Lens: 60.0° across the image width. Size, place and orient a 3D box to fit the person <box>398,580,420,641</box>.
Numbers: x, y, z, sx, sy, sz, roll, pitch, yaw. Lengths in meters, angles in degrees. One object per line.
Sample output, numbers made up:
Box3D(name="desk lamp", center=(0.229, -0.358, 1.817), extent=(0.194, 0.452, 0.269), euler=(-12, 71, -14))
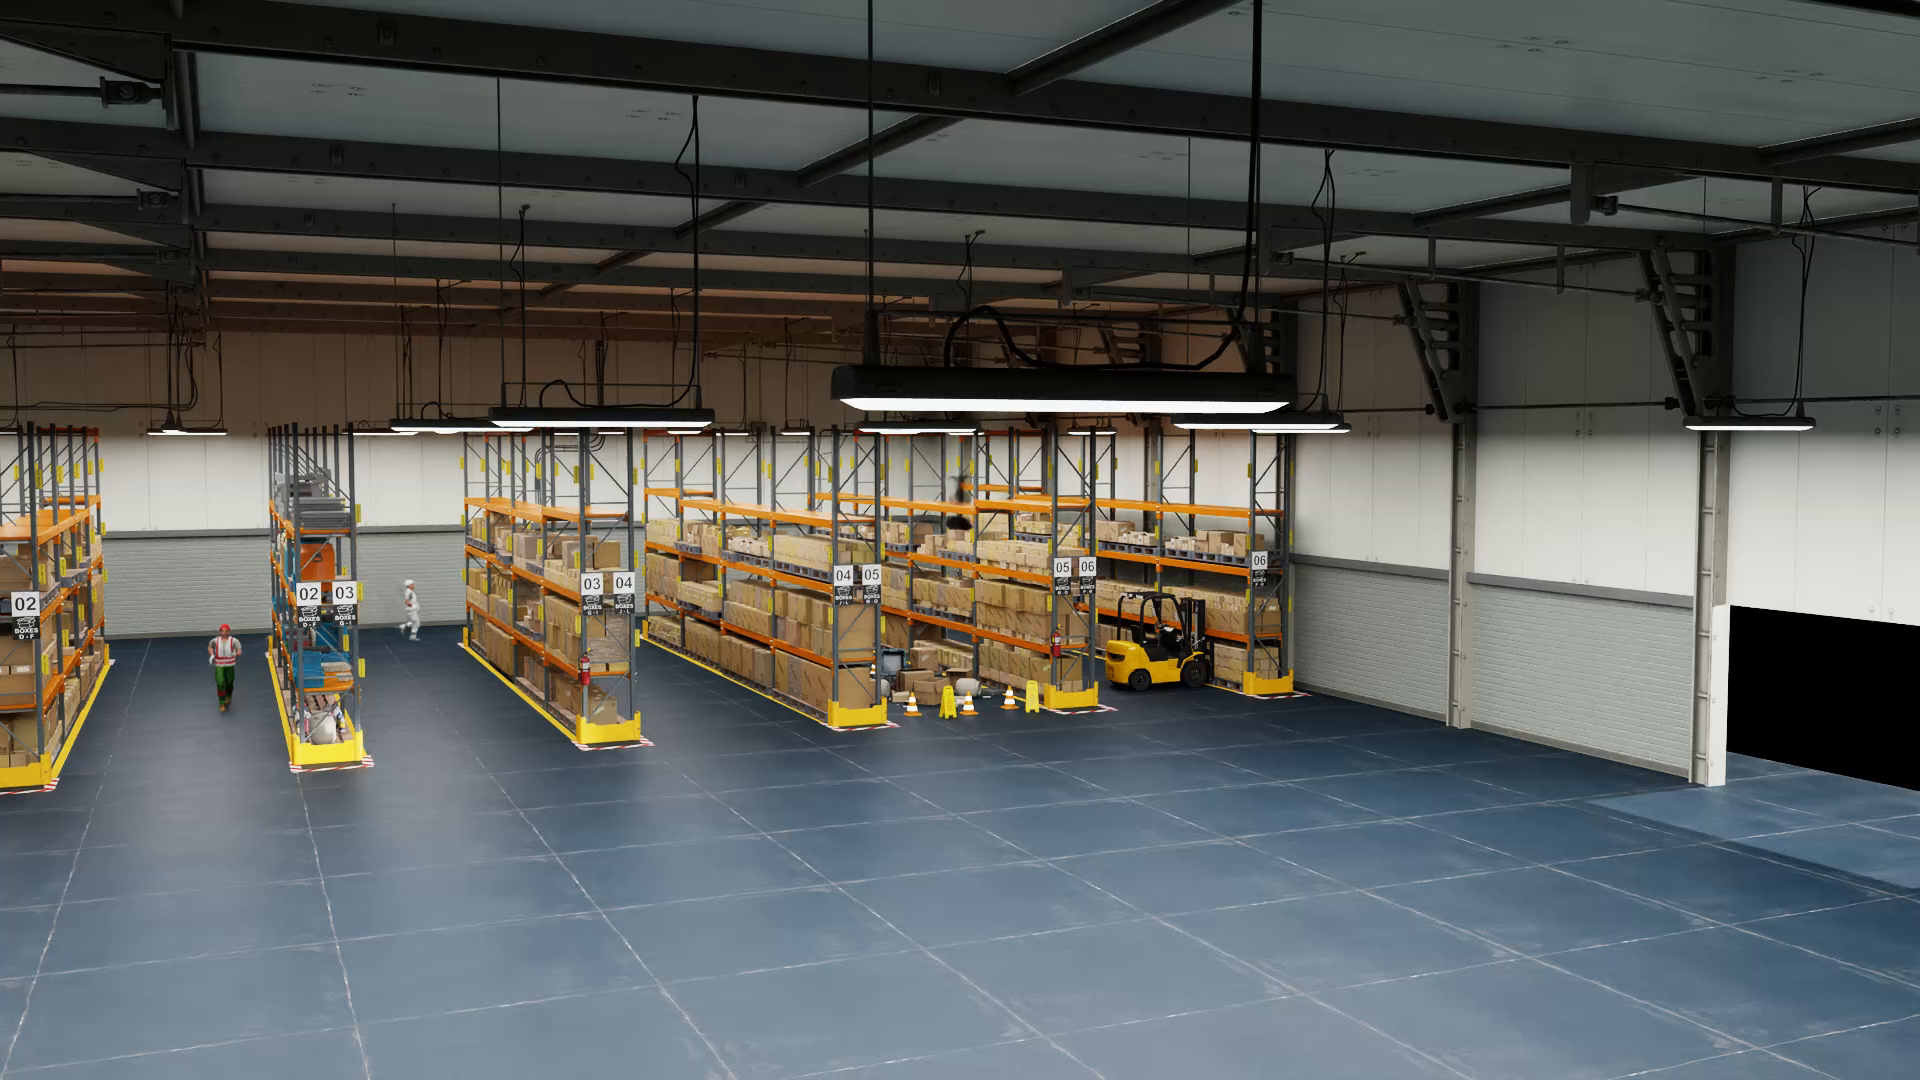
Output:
Box3D(name="person", center=(-15.568, 1.992, 46.972), extent=(0.607, 1.745, 0.656), euler=(-1, 4, -15))

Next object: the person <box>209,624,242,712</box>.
Box3D(name="person", center=(-15.500, 2.667, 35.088), extent=(0.652, 1.805, 0.983), euler=(-1, 4, -22))
